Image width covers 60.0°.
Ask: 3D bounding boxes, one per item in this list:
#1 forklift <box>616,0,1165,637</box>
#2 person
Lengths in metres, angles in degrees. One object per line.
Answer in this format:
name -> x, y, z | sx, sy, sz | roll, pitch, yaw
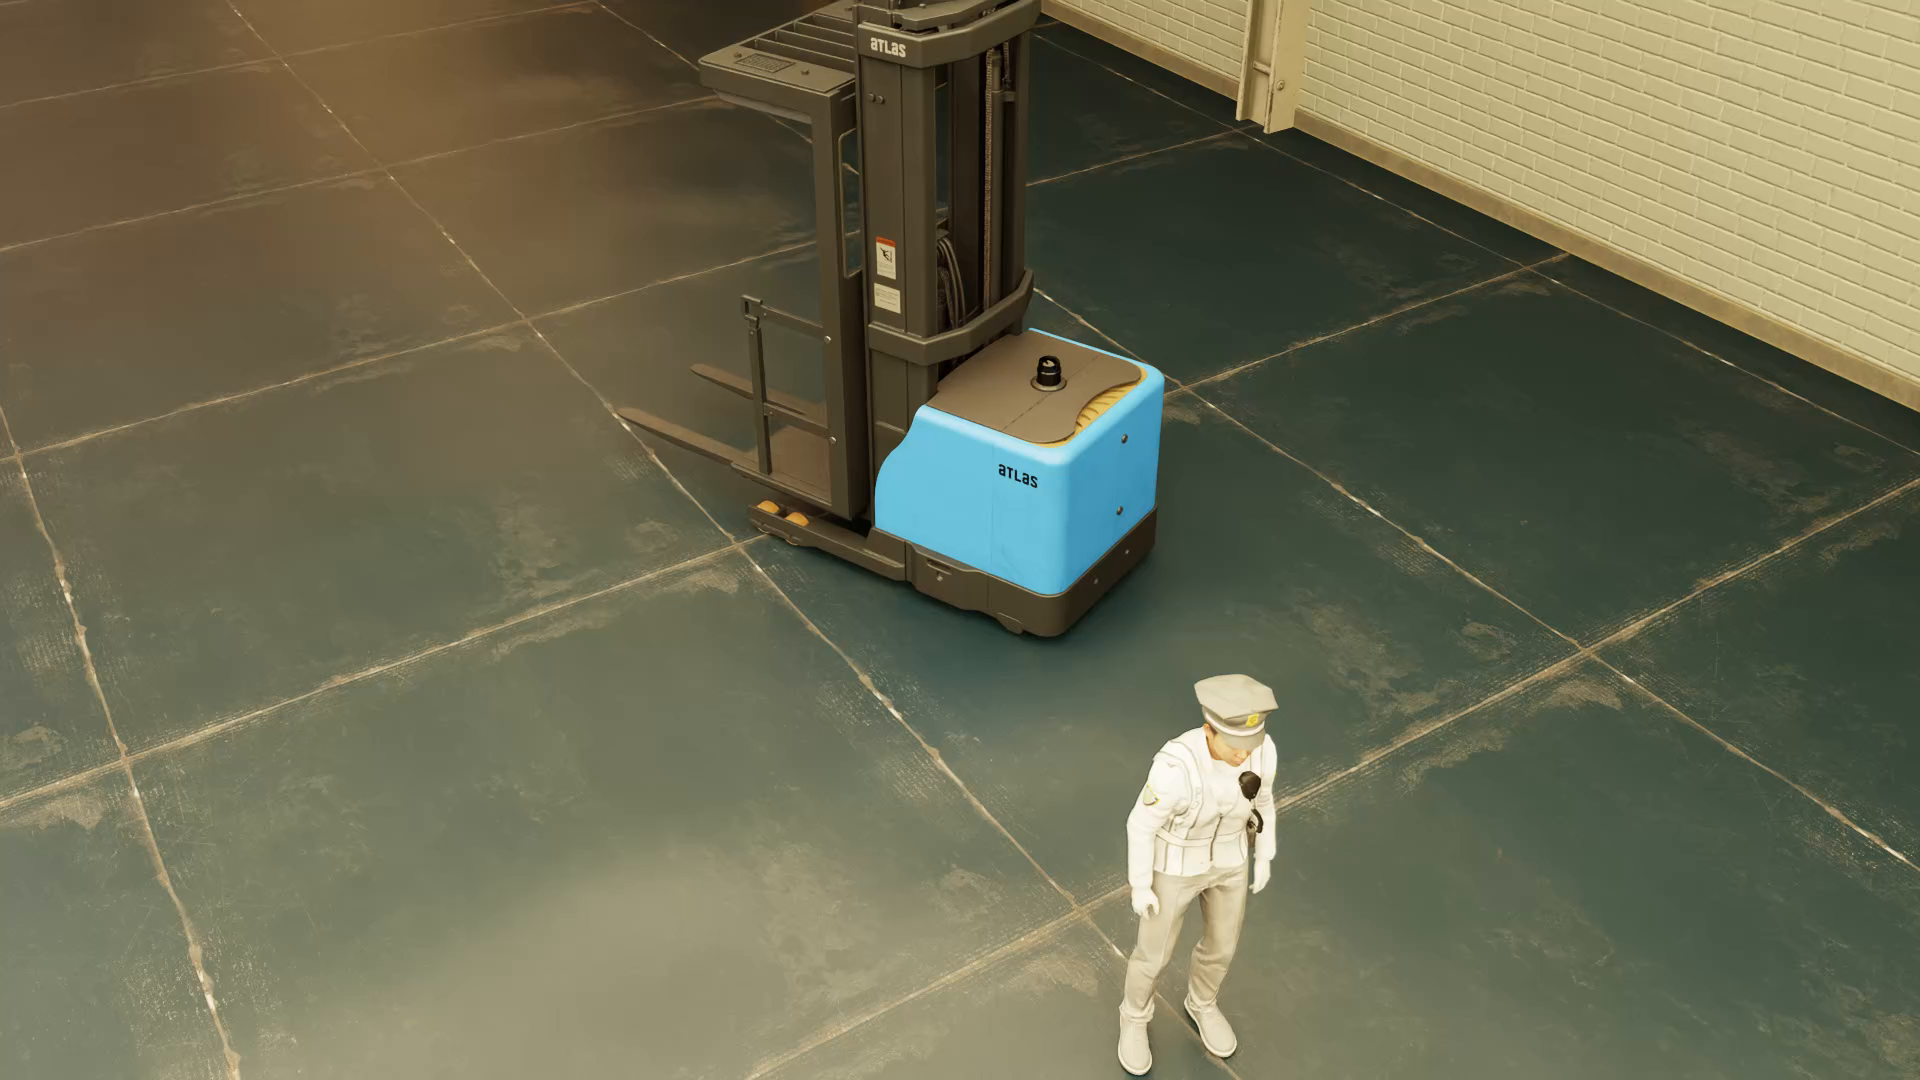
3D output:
forklift -> -0.500, -1.399, 8.138 | 3.031, 2.935, 1.130 | 22, 41, 28
person -> 0.817, 1.119, 5.658 | 0.547, 1.665, 0.374 | -9, 36, -13
